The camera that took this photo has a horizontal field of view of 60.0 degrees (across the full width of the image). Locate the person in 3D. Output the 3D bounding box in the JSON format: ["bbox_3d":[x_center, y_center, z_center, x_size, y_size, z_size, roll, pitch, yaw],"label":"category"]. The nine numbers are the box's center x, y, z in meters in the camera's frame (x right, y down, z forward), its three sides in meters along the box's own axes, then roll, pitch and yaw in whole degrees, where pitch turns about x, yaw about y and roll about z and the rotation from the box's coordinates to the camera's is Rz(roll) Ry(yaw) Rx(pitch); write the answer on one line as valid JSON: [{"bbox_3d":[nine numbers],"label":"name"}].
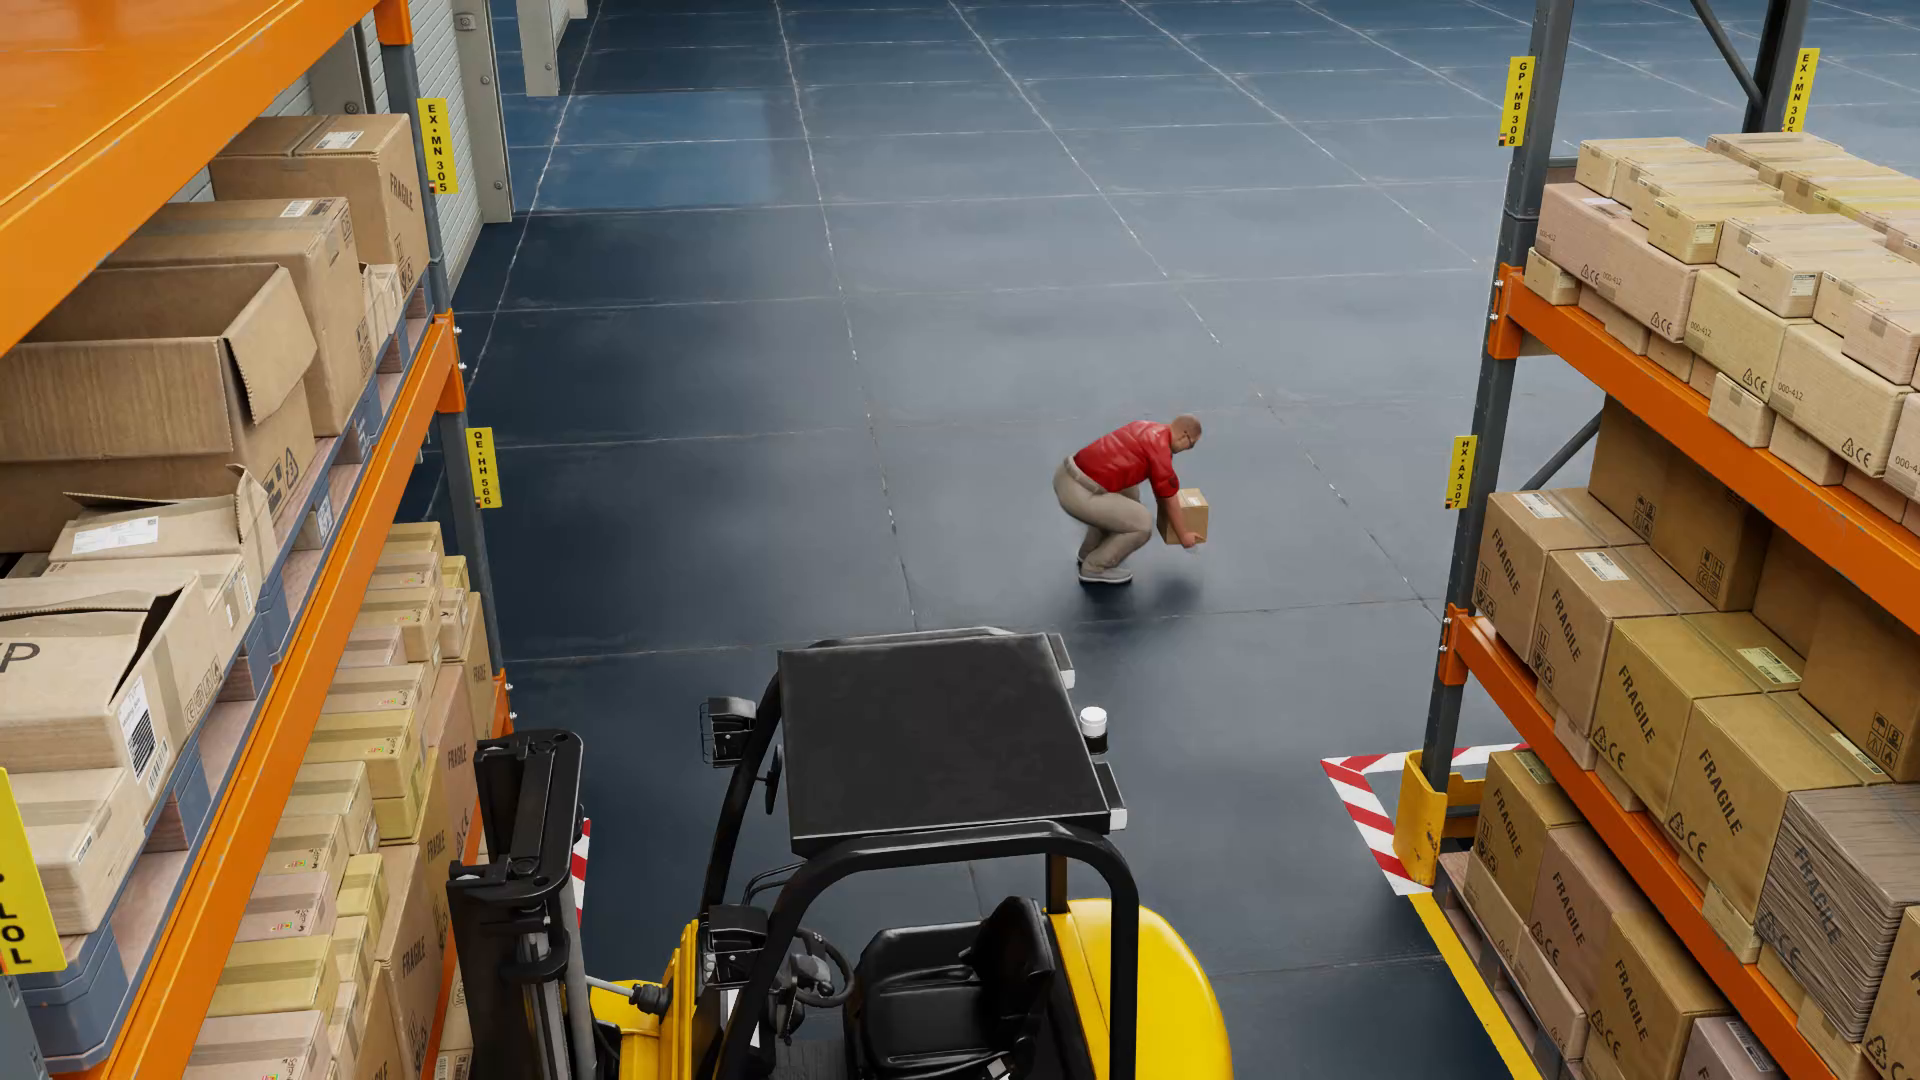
[{"bbox_3d":[1.011,-0.262,9.990,0.920,0.973,0.527,-5,27,-9],"label":"person"}]
